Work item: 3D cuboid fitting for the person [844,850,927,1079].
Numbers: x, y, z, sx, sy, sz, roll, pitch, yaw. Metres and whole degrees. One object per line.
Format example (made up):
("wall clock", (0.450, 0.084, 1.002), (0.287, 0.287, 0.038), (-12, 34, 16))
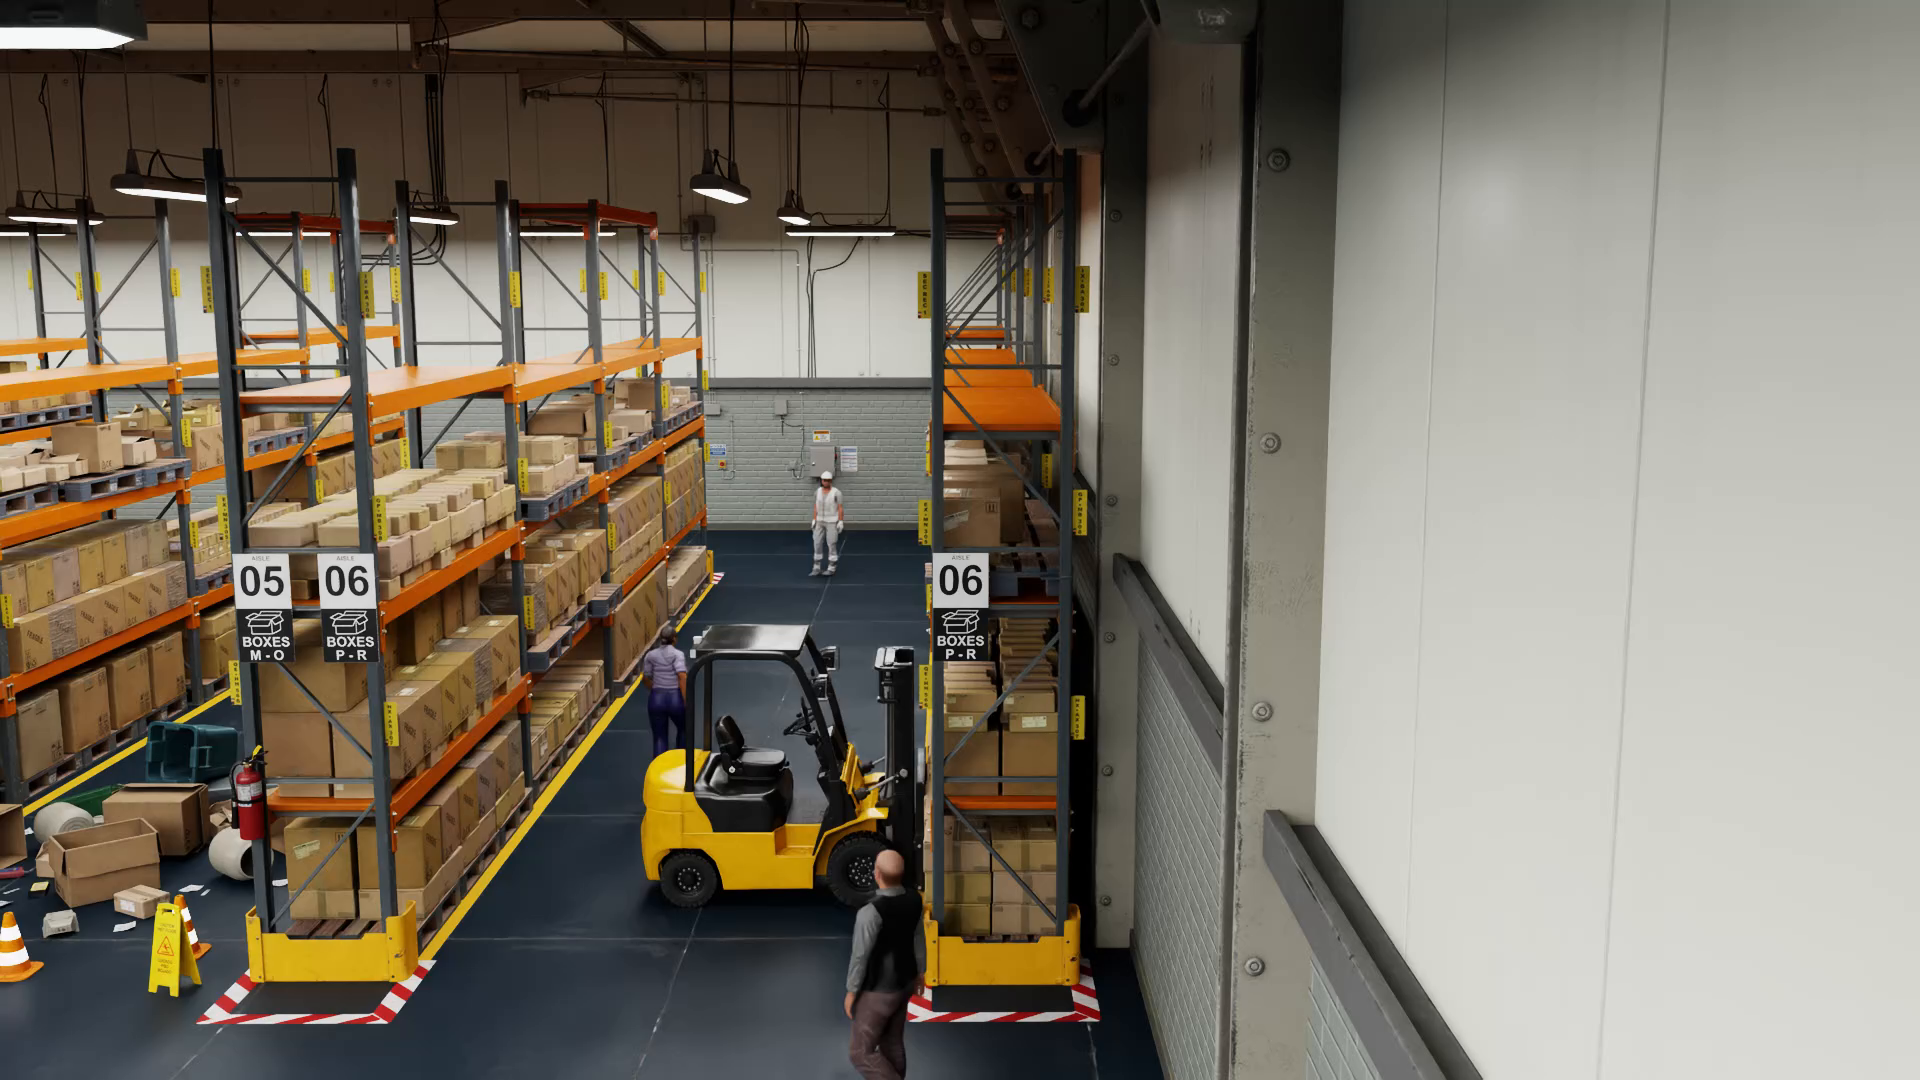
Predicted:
("person", (-0.432, 2.721, 10.082), (0.441, 1.734, 0.596), (4, 10, 23))

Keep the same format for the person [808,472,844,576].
("person", (-2.294, -0.266, 28.593), (0.599, 1.827, 0.449), (5, 11, 30))

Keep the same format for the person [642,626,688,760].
("person", (-2.988, 1.712, 16.962), (0.526, 1.665, 0.806), (0, 9, 0))
